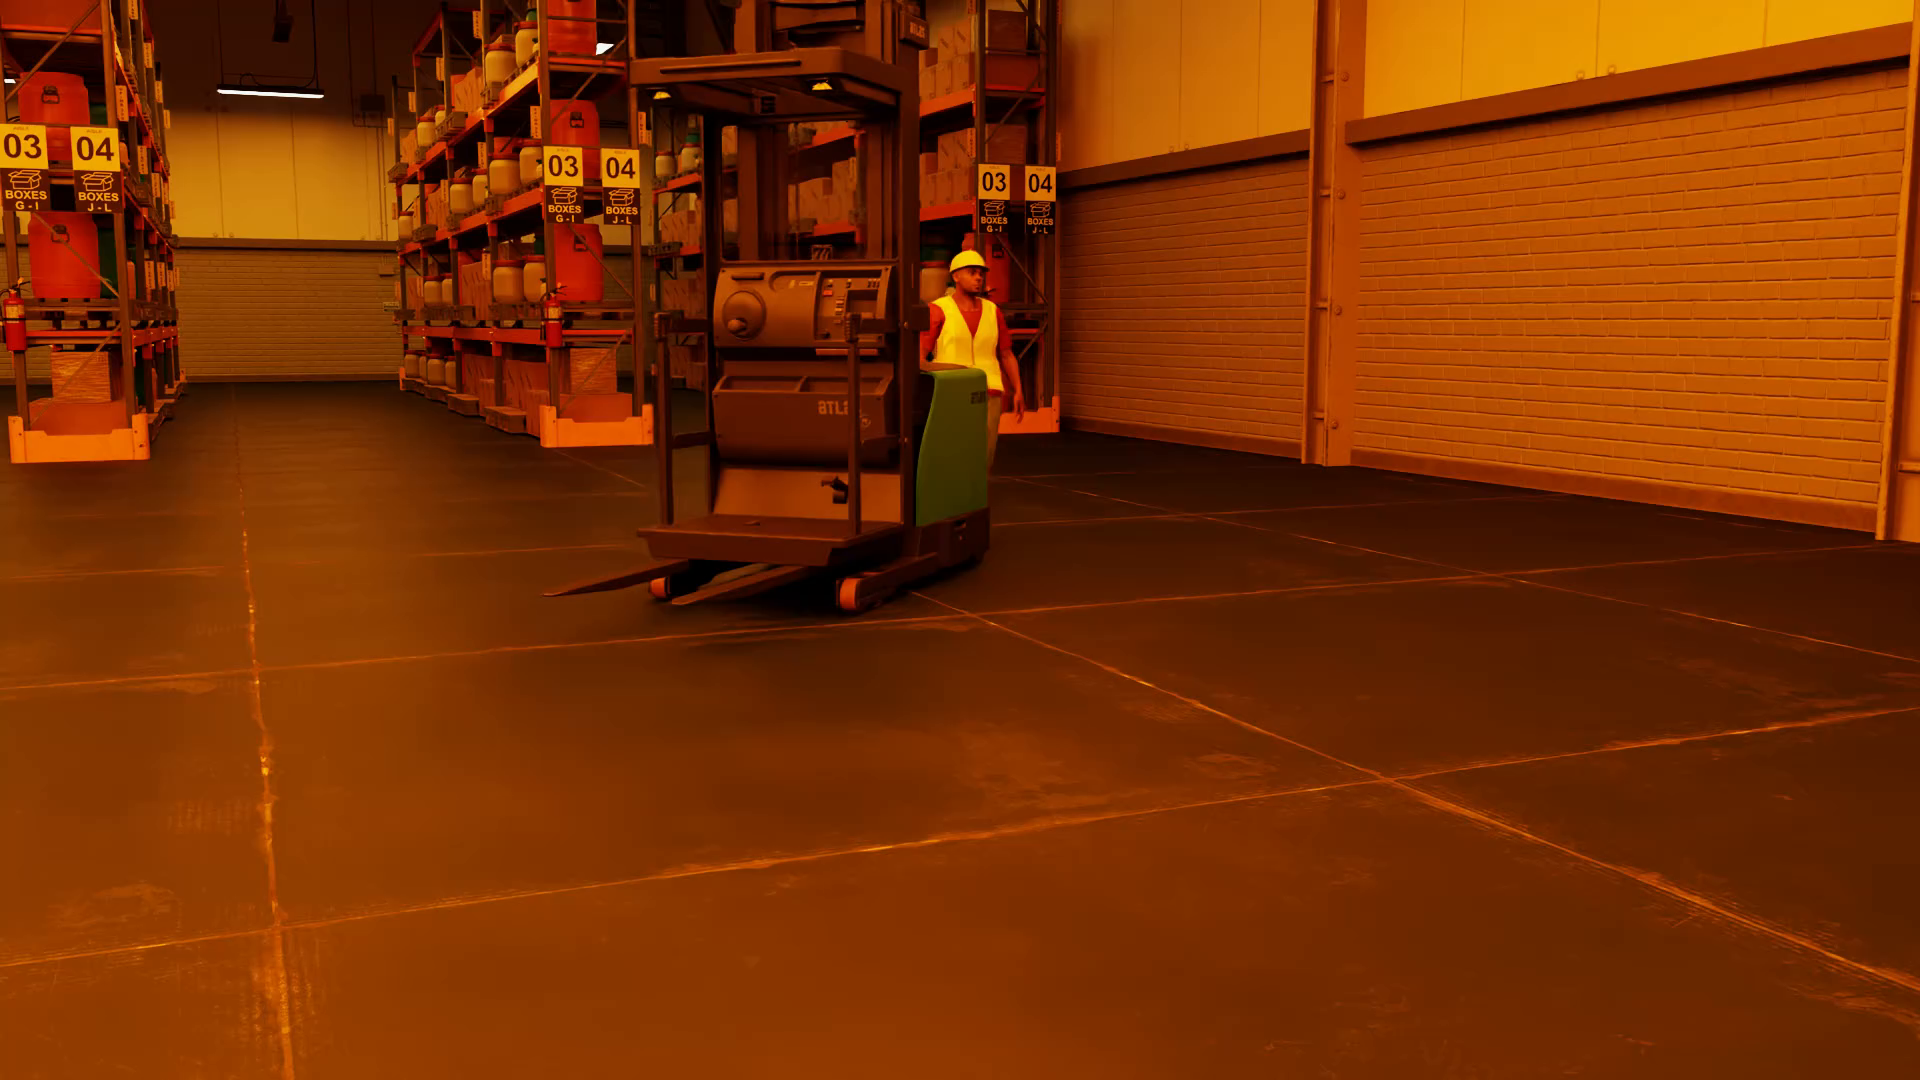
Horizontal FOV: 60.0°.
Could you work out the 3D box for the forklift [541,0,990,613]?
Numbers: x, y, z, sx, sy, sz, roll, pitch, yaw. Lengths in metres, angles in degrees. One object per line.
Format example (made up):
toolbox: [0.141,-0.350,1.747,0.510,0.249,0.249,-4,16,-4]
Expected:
forklift: [-0.845,-1.179,7.884,1.130,2.935,3.031,3,8,21]

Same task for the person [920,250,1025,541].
person: [0.072,-0.853,9.950,0.689,1.753,0.573,-3,8,-20]
